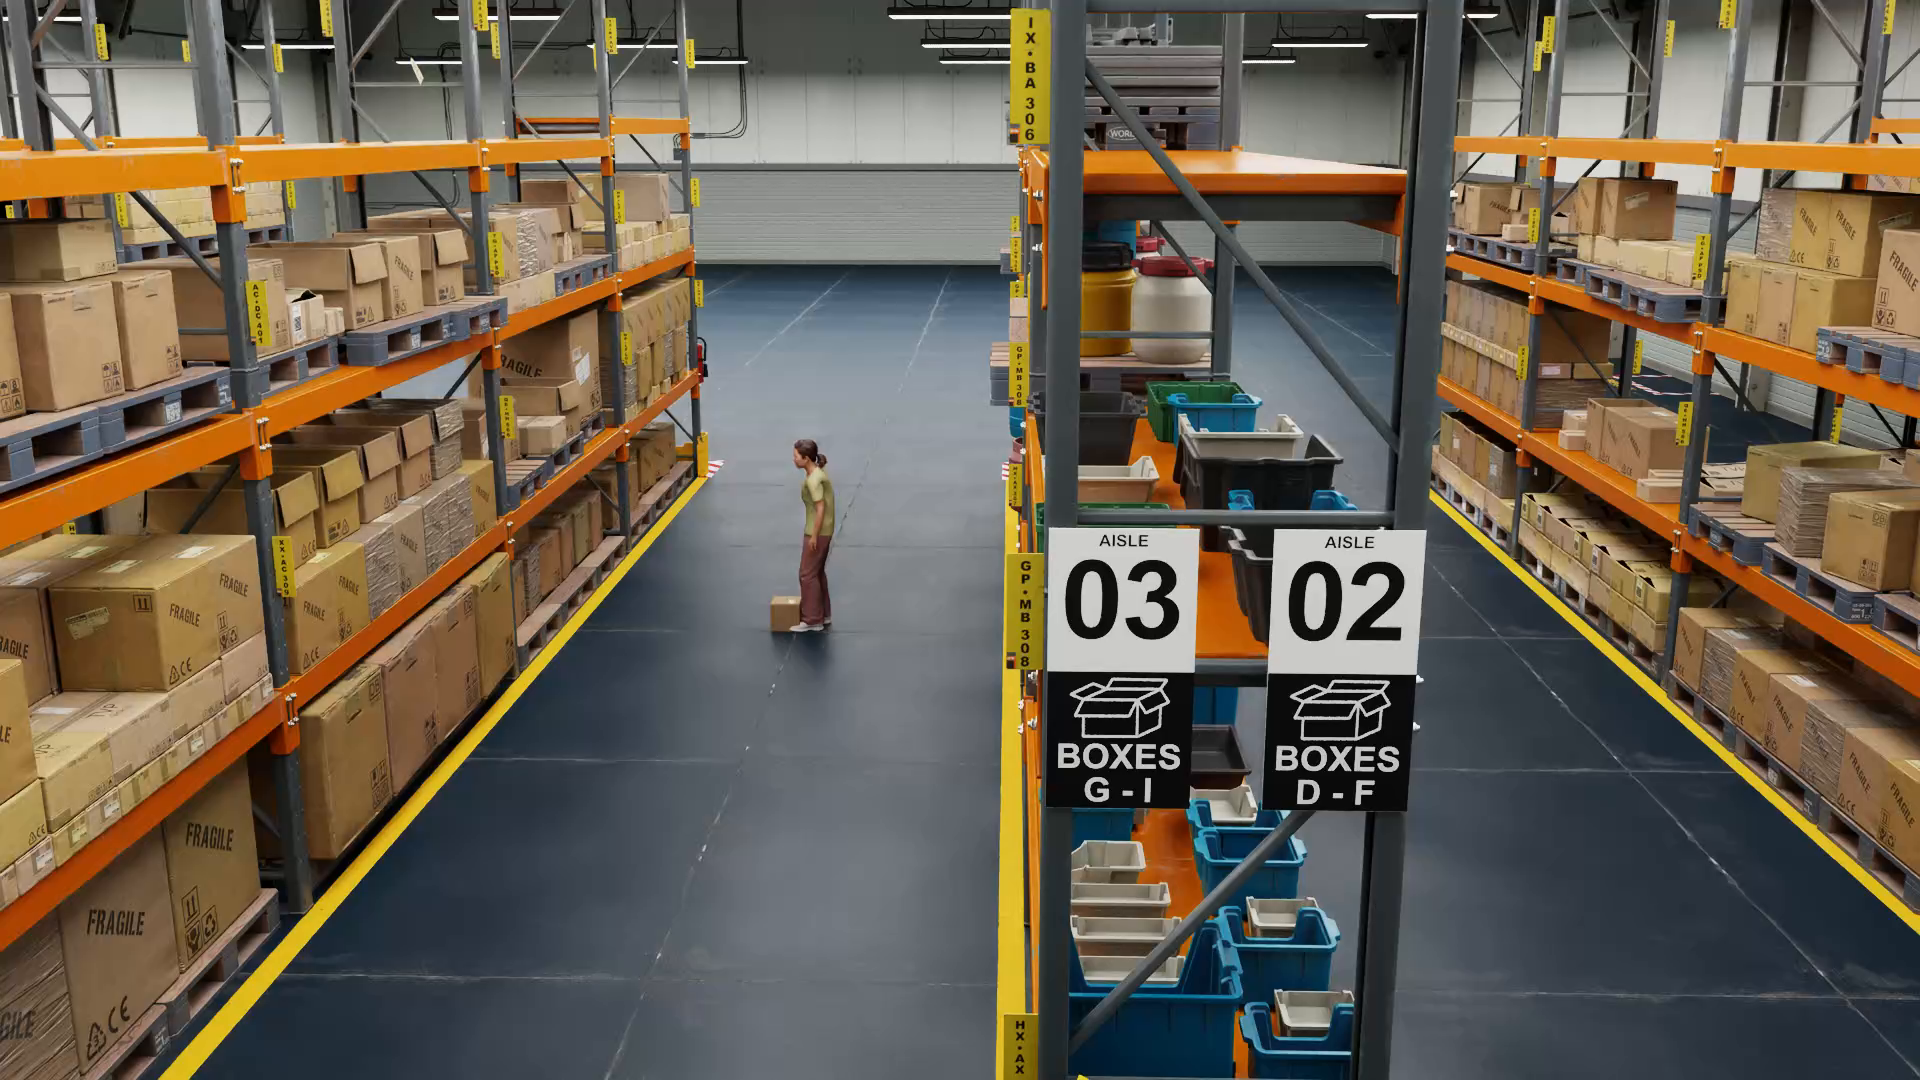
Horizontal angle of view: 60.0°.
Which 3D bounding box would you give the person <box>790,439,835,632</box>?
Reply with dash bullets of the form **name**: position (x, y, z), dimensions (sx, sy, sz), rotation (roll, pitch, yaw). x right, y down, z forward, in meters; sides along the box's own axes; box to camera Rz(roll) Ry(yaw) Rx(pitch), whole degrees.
- **person**: position (-1.276, -0.049, 14.203), dimensions (0.416, 1.671, 0.514), rotation (0, 14, -2)
